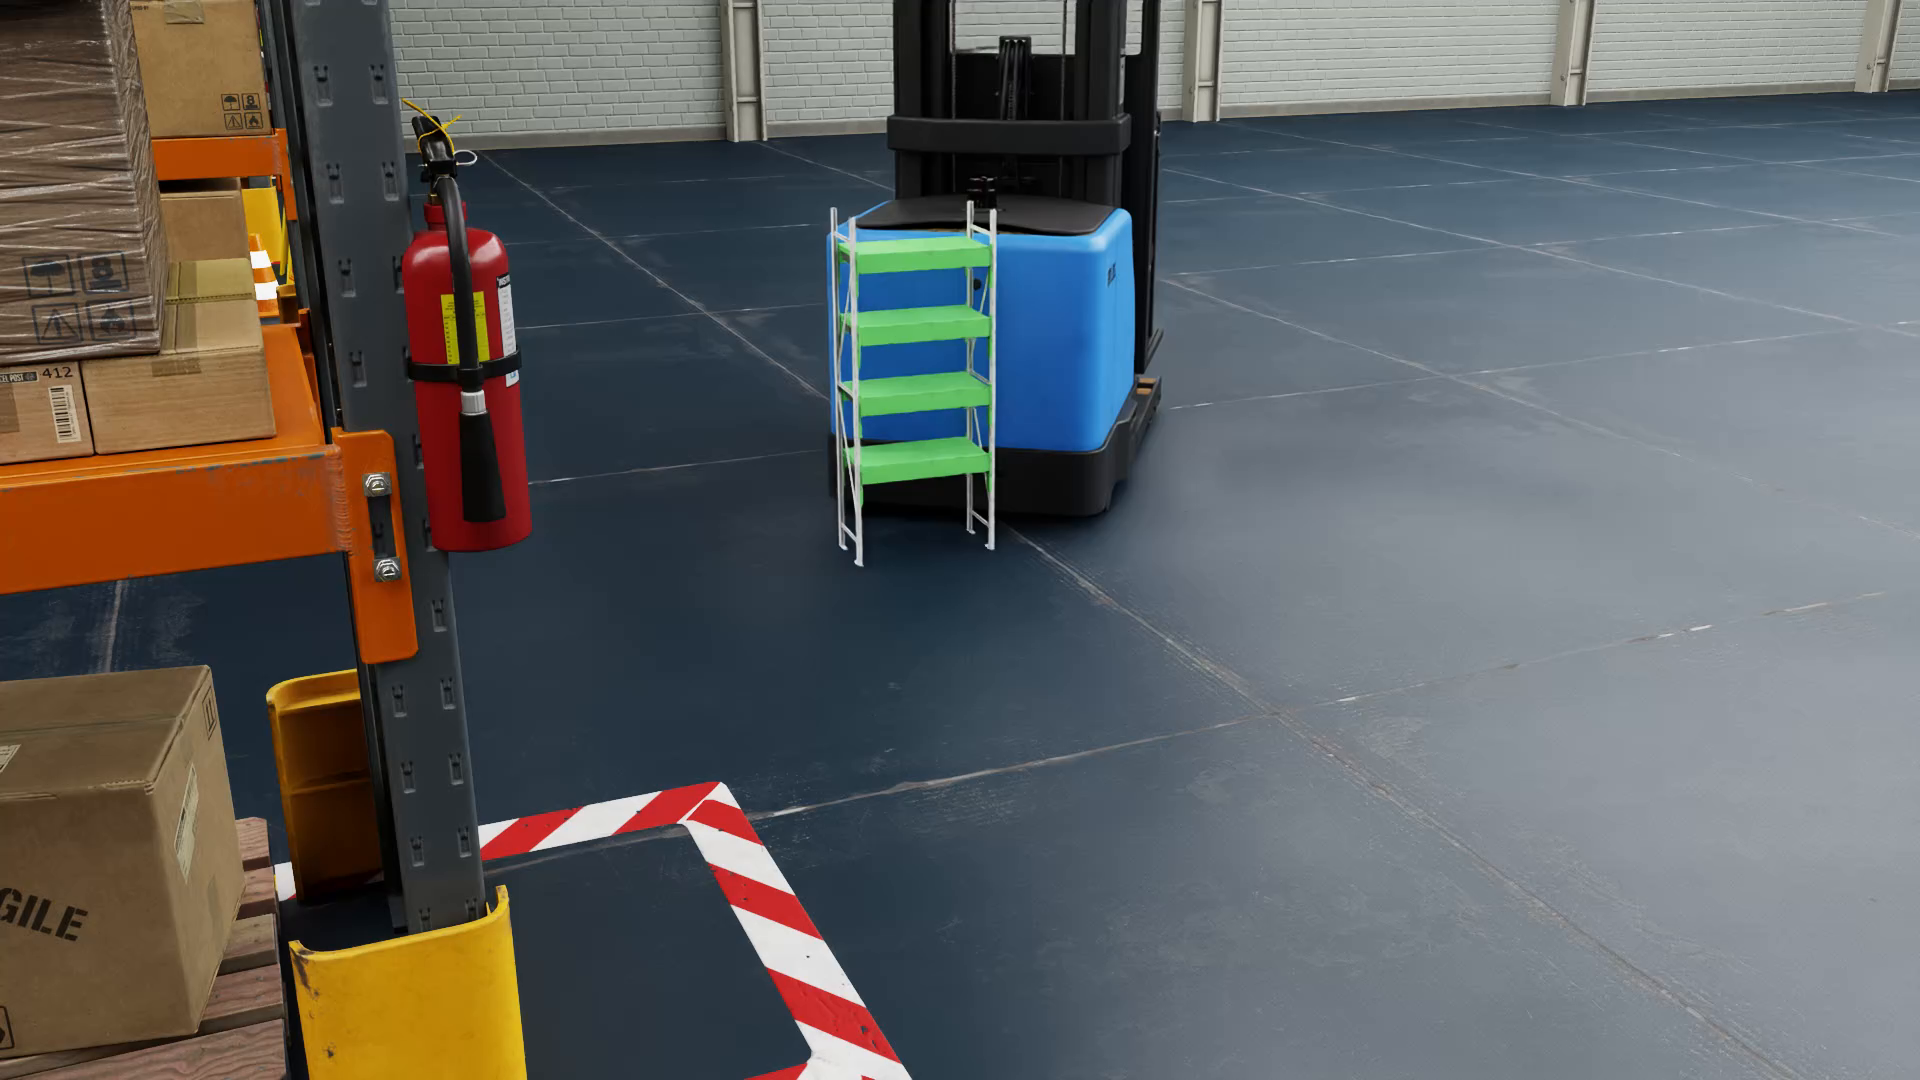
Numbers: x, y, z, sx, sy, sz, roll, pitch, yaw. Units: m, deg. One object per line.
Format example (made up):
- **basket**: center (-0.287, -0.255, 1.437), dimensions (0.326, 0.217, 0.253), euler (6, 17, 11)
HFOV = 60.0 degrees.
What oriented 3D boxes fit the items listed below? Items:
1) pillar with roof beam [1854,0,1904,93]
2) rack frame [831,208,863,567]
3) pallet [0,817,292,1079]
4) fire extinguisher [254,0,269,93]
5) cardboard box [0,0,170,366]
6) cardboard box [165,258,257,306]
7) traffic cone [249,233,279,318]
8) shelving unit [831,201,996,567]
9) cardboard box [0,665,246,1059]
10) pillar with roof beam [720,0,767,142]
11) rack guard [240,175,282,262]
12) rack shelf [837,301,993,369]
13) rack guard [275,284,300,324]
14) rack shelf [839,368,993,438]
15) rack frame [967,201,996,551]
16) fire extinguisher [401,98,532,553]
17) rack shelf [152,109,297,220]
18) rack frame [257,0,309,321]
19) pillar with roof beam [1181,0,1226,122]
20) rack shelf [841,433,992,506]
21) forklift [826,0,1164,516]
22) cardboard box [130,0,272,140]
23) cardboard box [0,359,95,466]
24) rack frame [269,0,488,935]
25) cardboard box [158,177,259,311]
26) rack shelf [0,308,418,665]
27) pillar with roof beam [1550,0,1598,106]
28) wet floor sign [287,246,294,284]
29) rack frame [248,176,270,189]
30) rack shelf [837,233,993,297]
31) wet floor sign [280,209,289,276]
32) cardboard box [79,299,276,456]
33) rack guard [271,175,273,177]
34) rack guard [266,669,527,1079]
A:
- **pillar with roof beam**: center (15.795, -9.878, 20.527), dimensions (0.400, 9.000, 9.100), euler (-8, 21, -22)
- **rack frame**: center (-0.385, -0.510, 5.663), dimensions (0.015, 1.200, 0.240), euler (-7, 21, -19)
- **pallet**: center (-1.886, 0.936, 3.046), dimensions (1.213, 0.211, 1.003), euler (-8, 21, -22)
- **fire extinguisher**: center (-4.694, -3.346, 11.124), dimensions (0.183, 0.674, 0.296), euler (-8, 21, -22)
- **cardboard box**: center (-1.572, -0.609, 2.637), dimensions (0.500, 0.500, 0.875), euler (-8, 21, -22)
- **cardboard box**: center (-1.412, -0.402, 3.026), dimensions (0.250, 0.149, 0.380), euler (-8, 21, -22)
- **traffic cone**: center (-4.113, -1.567, 9.776), dimensions (0.334, 0.463, 0.336), euler (-8, 21, -22)
- **shelving unit**: center (-0.156, -0.537, 5.742), dimensions (0.503, 1.200, 0.258), euler (-7, 21, -19)
- **cardboard box**: center (-1.636, 0.572, 3.011), dimensions (0.500, 0.500, 0.500), euler (-4, 20, -12)
- **pillar with roof beam**: center (-0.733, -7.510, 13.802), dimensions (0.400, 9.000, 9.100), euler (-8, 21, -22)
- **rack guard**: center (-5.051, -2.319, 11.854), dimensions (0.348, 0.500, 1.175), euler (-8, 21, -22)
- **rack shelf**: center (-0.156, -0.704, 5.683), dimensions (0.480, 0.148, 0.258), euler (-7, 21, -19)
- **rack guard**: center (-2.906, -0.835, 7.642), dimensions (0.348, 0.500, 1.175), euler (-8, 21, -22)
- **rack shelf**: center (-0.156, -0.477, 5.763), dimensions (0.480, 0.148, 0.258), euler (-7, 21, -19)
- **rack frame**: center (0.073, -0.565, 5.821), dimensions (0.015, 1.200, 0.240), euler (-7, 21, -19)
- **fire extinguisher**: center (-0.768, -0.324, 2.541), dimensions (0.183, 0.674, 0.296), euler (-8, 21, -22)
- **rack shelf**: center (-4.764, -1.409, 6.590), dimensions (4.000, 0.370, 1.077), euler (-8, 21, -22)
- **rack frame**: center (-2.928, -2.011, 7.218), dimensions (0.127, 3.000, 1.000), euler (-8, 21, -22)
- **pillar with roof beam**: center (4.776, -8.300, 16.044), dimensions (0.400, 9.000, 9.100), euler (-8, 21, -22)
- **rack shelf**: center (-0.156, -0.251, 5.843), dimensions (0.480, 0.148, 0.258), euler (-7, 21, -19)
- **forklift**: center (0.319, -1.922, 7.068), dimensions (1.130, 2.935, 3.031), euler (4, 20, 12)
- **cardboard box**: center (-3.251, -2.019, 7.015), dimensions (0.550, 0.550, 0.875), euler (-8, 21, -22)
- **cardboard box**: center (-1.466, -0.234, 2.548), dimensions (0.250, 0.149, 0.380), euler (-8, 21, -22)
- **rack frame**: center (-1.056, -0.486, 2.884), dimensions (0.127, 3.000, 1.000), euler (-8, 21, -22)
- **cardboard box**: center (-3.524, -1.098, 7.191), dimensions (0.875, 0.875, 0.875), euler (-8, 21, -22)
- **rack shelf**: center (-2.892, 0.117, 2.257), dimensions (4.000, 0.370, 1.077), euler (-8, 21, -22)
- **pillar with roof beam**: center (10.286, -9.089, 18.286), dimensions (0.400, 9.000, 9.100), euler (-8, 21, -22)
- **wet floor sign**: center (-3.686, -1.508, 9.335), dimensions (0.232, 0.644, 0.267), euler (-12, 23, -31)
- **rack frame**: center (-4.981, -3.508, 11.467), dimensions (0.127, 3.000, 1.000), euler (-8, 21, -22)
- **rack shelf**: center (-0.156, -0.930, 5.604), dimensions (0.480, 0.148, 0.258), euler (-7, 21, -19)
- **wet floor sign**: center (-4.383, -2.096, 11.003), dimensions (0.232, 0.644, 0.267), euler (-1, 19, -3)
- **cardboard box**: center (-1.236, -0.267, 2.641), dimensions (0.250, 0.149, 0.380), euler (-8, 21, -22)
- **rack guard**: center (-6.929, -3.845, 16.189), dimensions (0.348, 0.500, 1.175), euler (-8, 21, -22)
- **rack guard**: center (-1.126, 0.704, 3.271), dimensions (0.348, 0.500, 1.175), euler (-8, 21, -22)
